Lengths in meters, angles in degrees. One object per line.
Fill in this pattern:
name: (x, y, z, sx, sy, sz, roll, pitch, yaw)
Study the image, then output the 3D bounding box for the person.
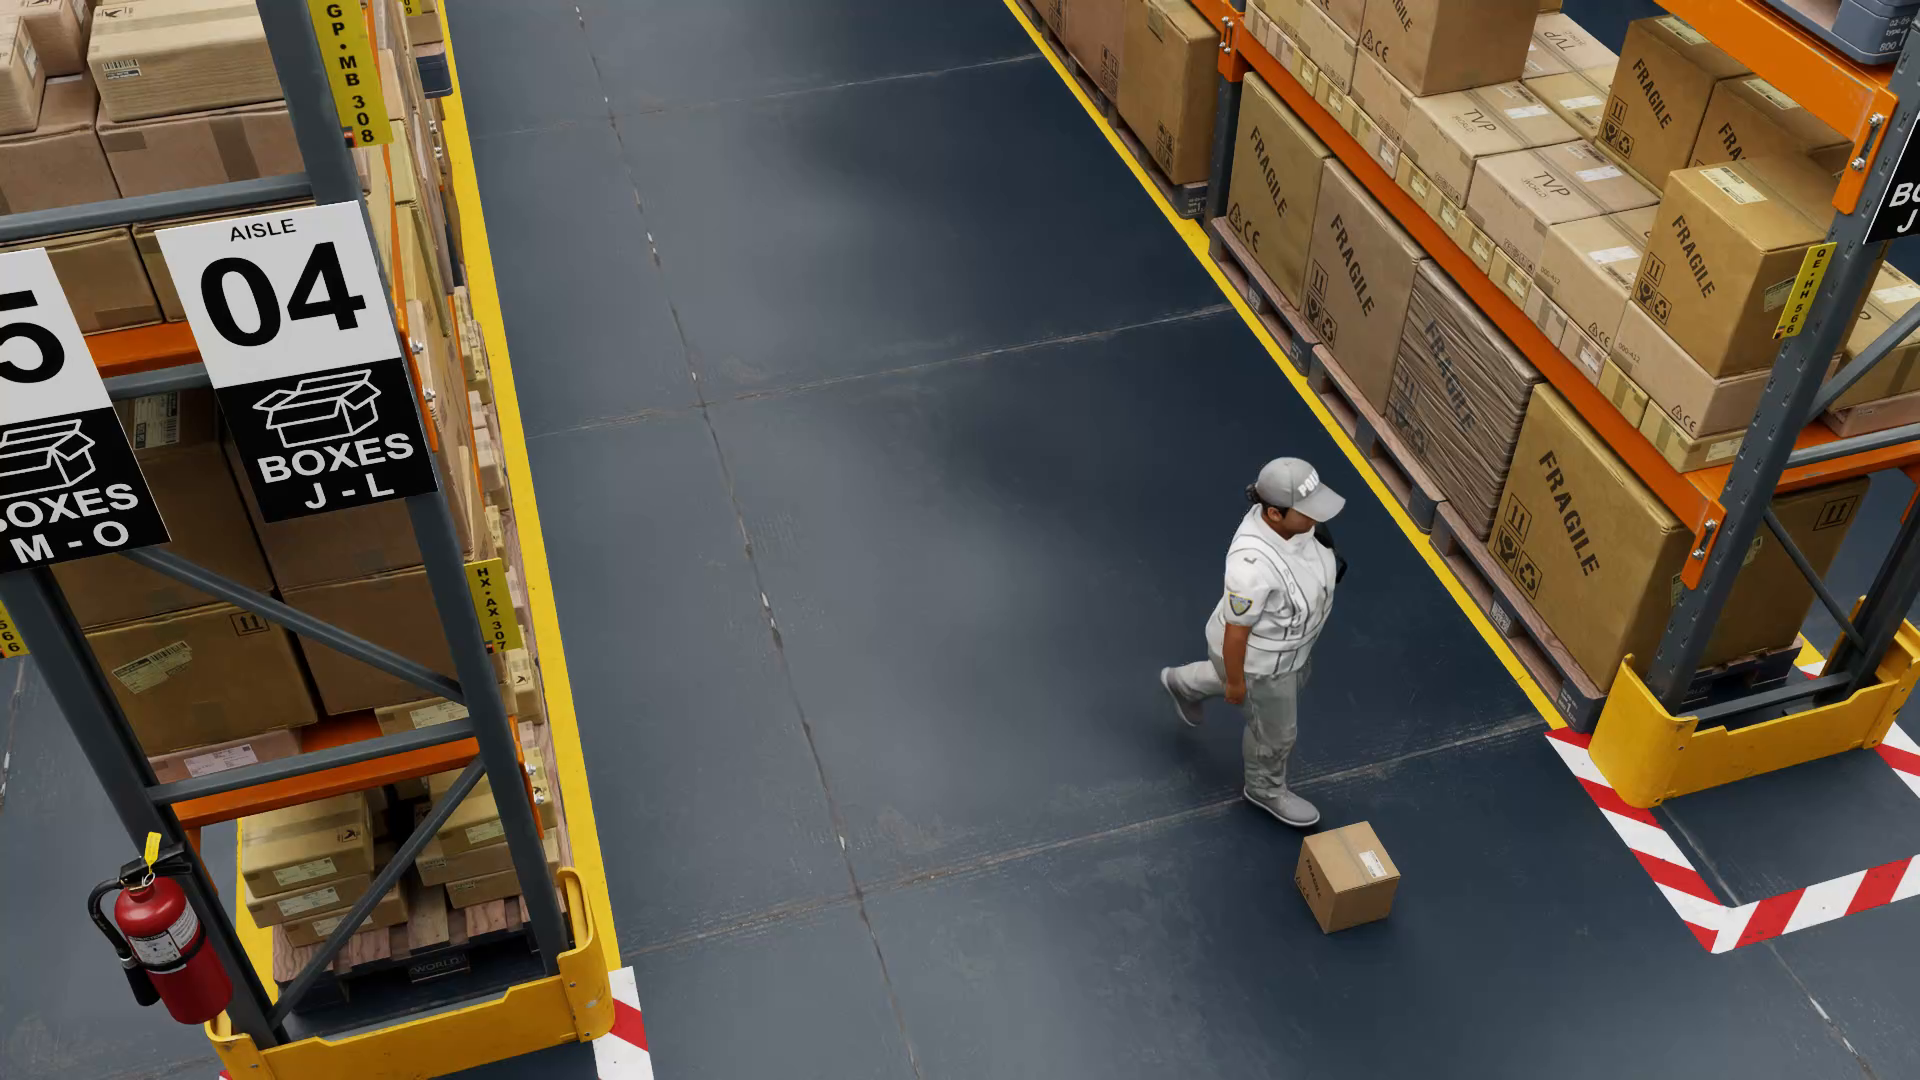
person: (1.019, 0.327, 5.790, 0.734, 1.646, 0.509, 21, 47, 22)
